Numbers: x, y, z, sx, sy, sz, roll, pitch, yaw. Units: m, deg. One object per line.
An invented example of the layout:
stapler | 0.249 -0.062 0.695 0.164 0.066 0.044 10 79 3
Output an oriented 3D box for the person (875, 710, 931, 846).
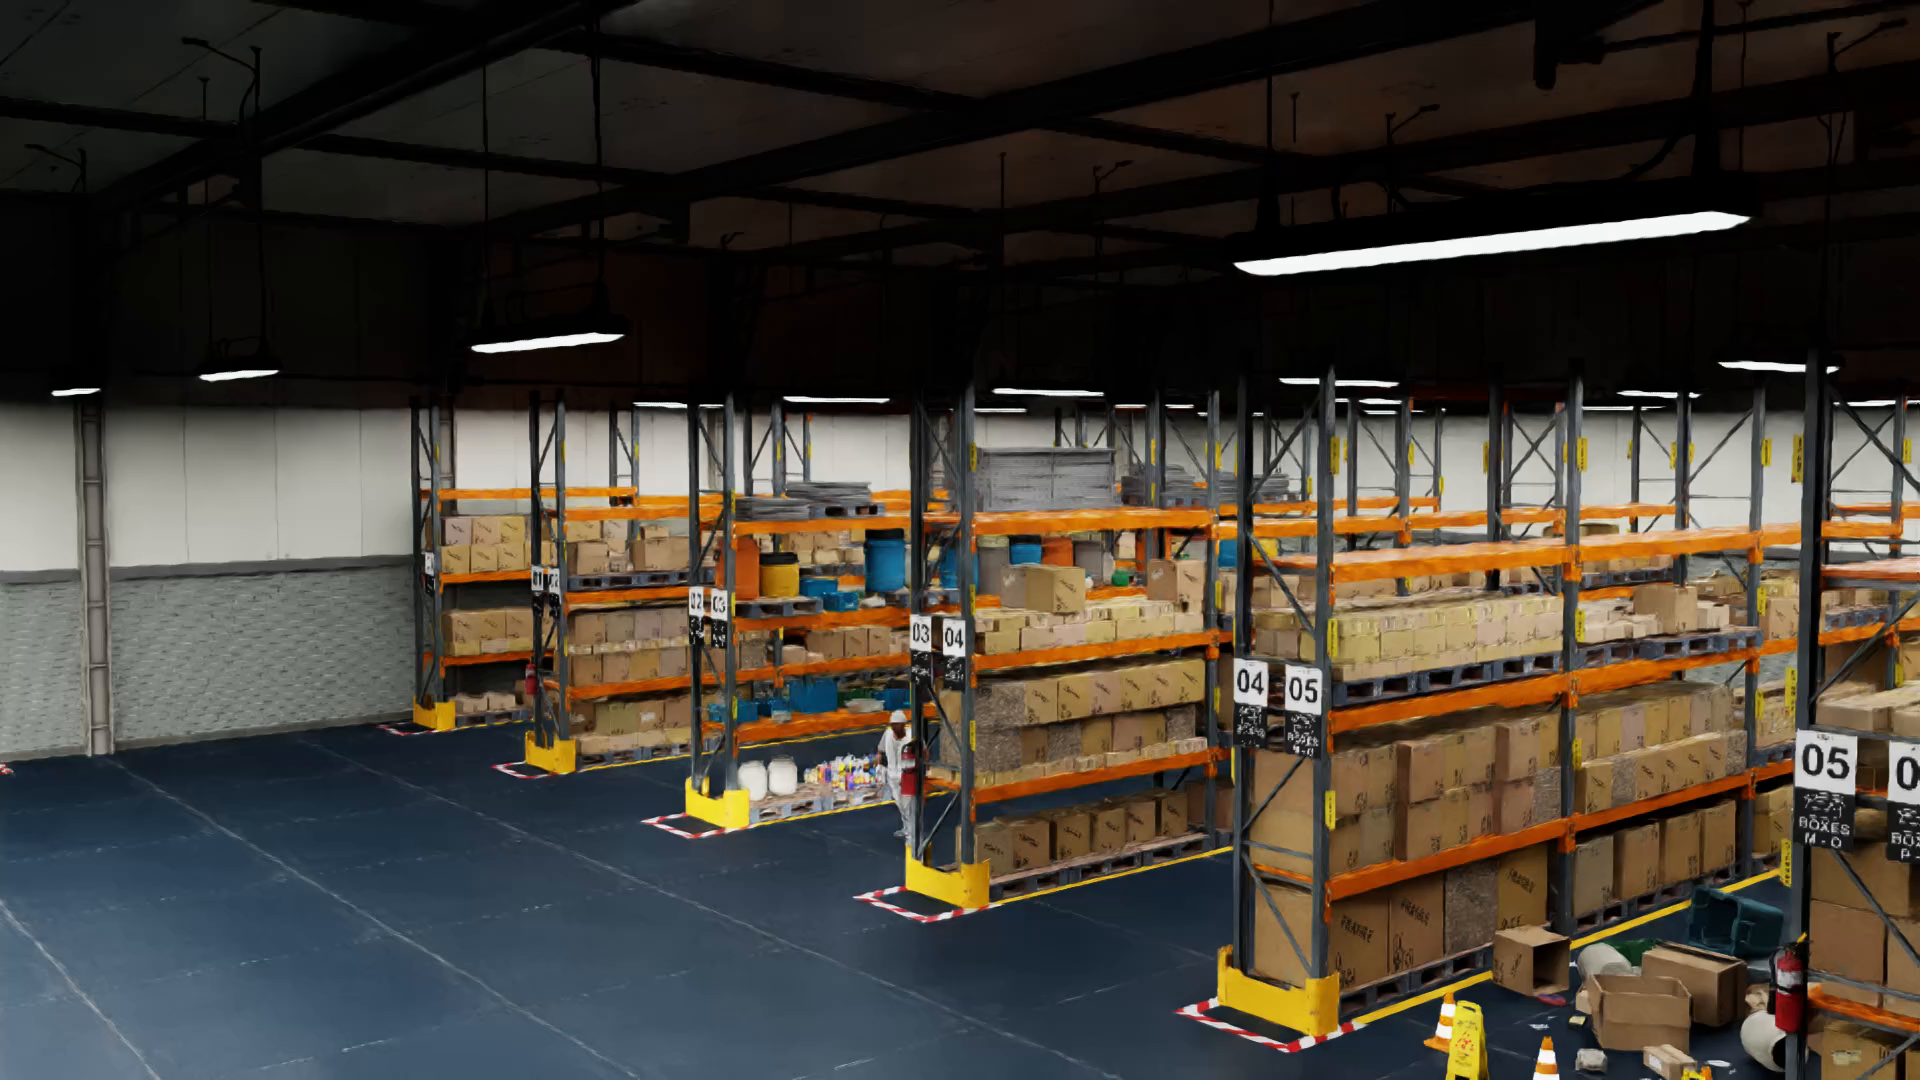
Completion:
person | -0.726 3.031 21.430 0.698 1.719 0.792 2 4 31

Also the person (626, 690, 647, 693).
person | -5.666 2.626 29.241 0.965 1.590 0.488 -3 5 -42
